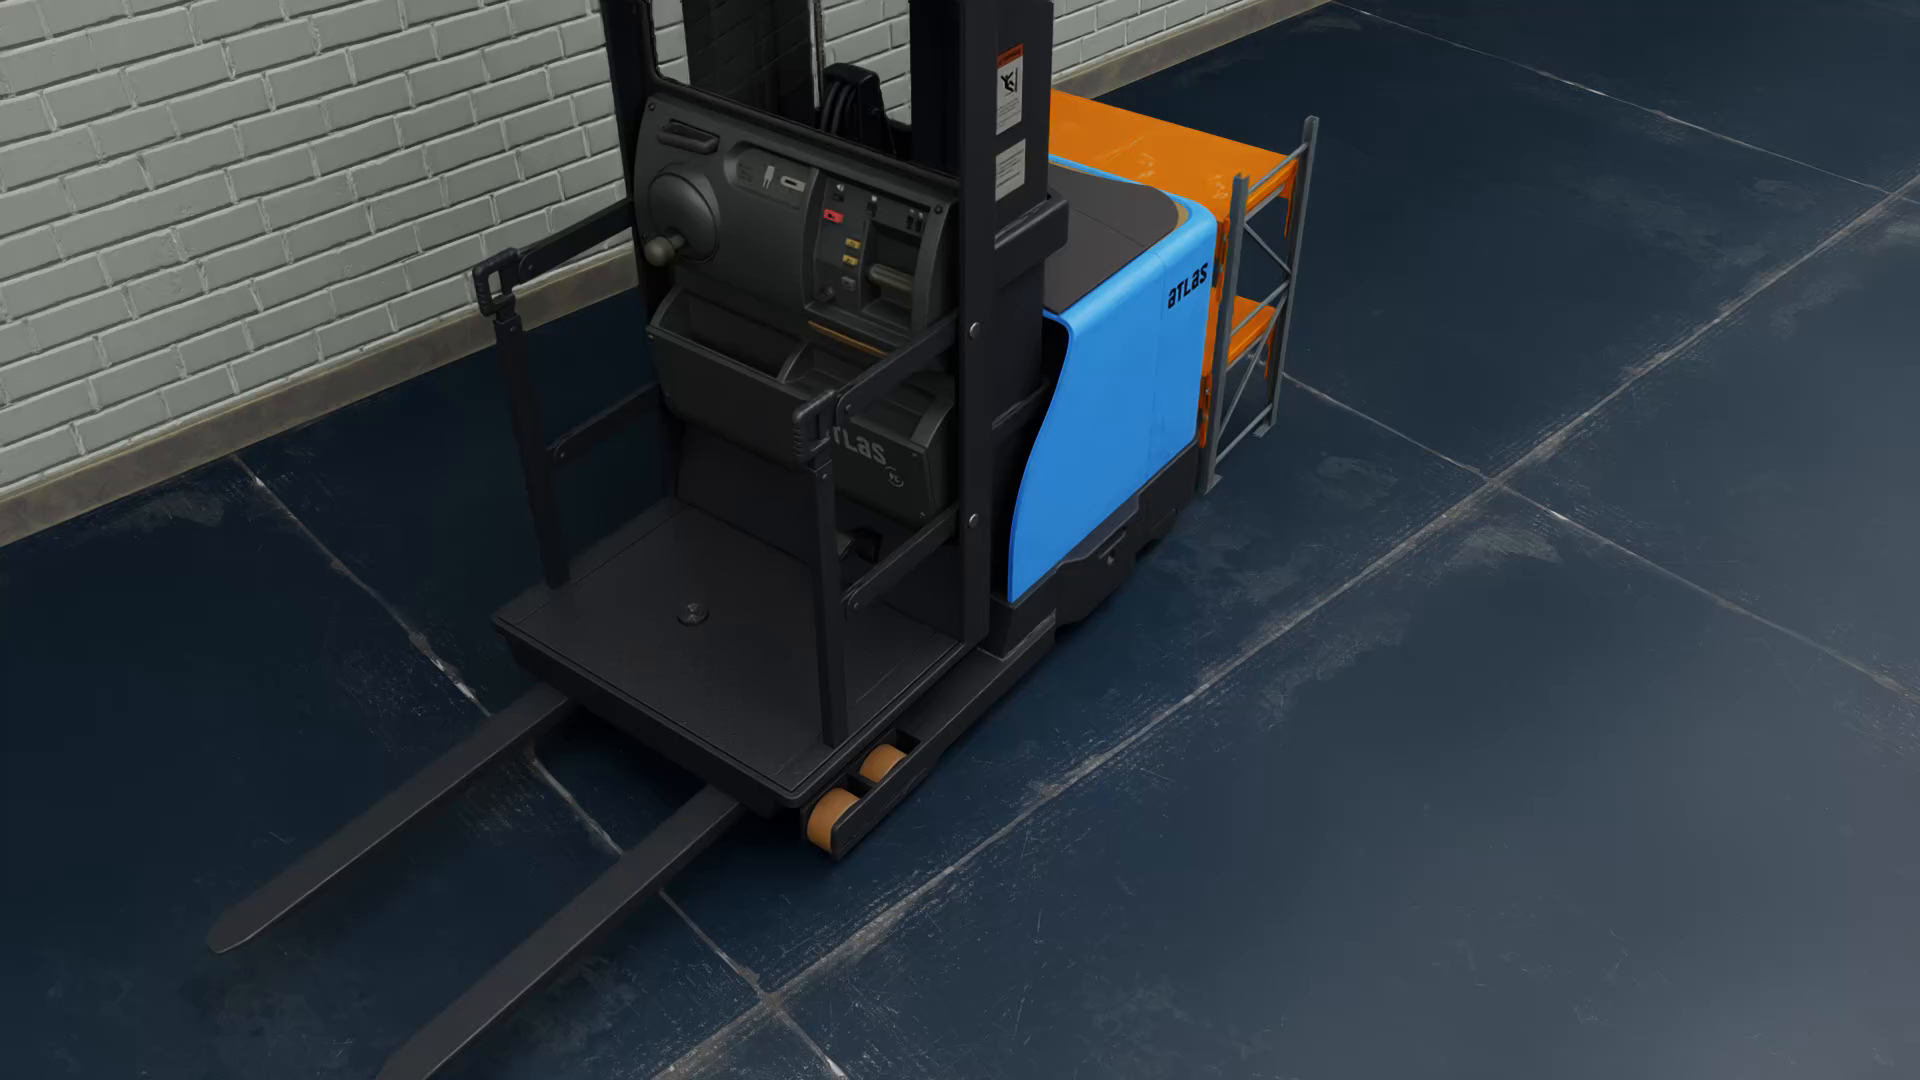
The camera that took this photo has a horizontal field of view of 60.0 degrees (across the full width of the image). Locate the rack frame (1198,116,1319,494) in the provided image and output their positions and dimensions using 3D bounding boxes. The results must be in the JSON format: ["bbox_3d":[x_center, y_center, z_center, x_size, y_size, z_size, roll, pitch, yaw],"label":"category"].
[{"bbox_3d":[0.936,-0.721,5.247,0.032,1.125,0.500,24,45,27],"label":"rack frame"}]

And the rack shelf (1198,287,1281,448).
[{"bbox_3d":[0.520,-0.714,5.628,1.000,0.278,0.538,24,45,27],"label":"rack shelf"}]

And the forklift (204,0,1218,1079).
[{"bbox_3d":[-0.540,-0.690,3.771,1.130,2.935,3.031,25,45,28],"label":"forklift"}]

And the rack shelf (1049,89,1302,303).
[{"bbox_3d":[0.520,-1.132,5.291,1.000,0.278,0.538,24,45,27],"label":"rack shelf"}]

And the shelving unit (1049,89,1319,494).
[{"bbox_3d":[0.520,-0.904,5.475,1.048,1.125,0.538,24,45,27],"label":"shelving unit"}]
